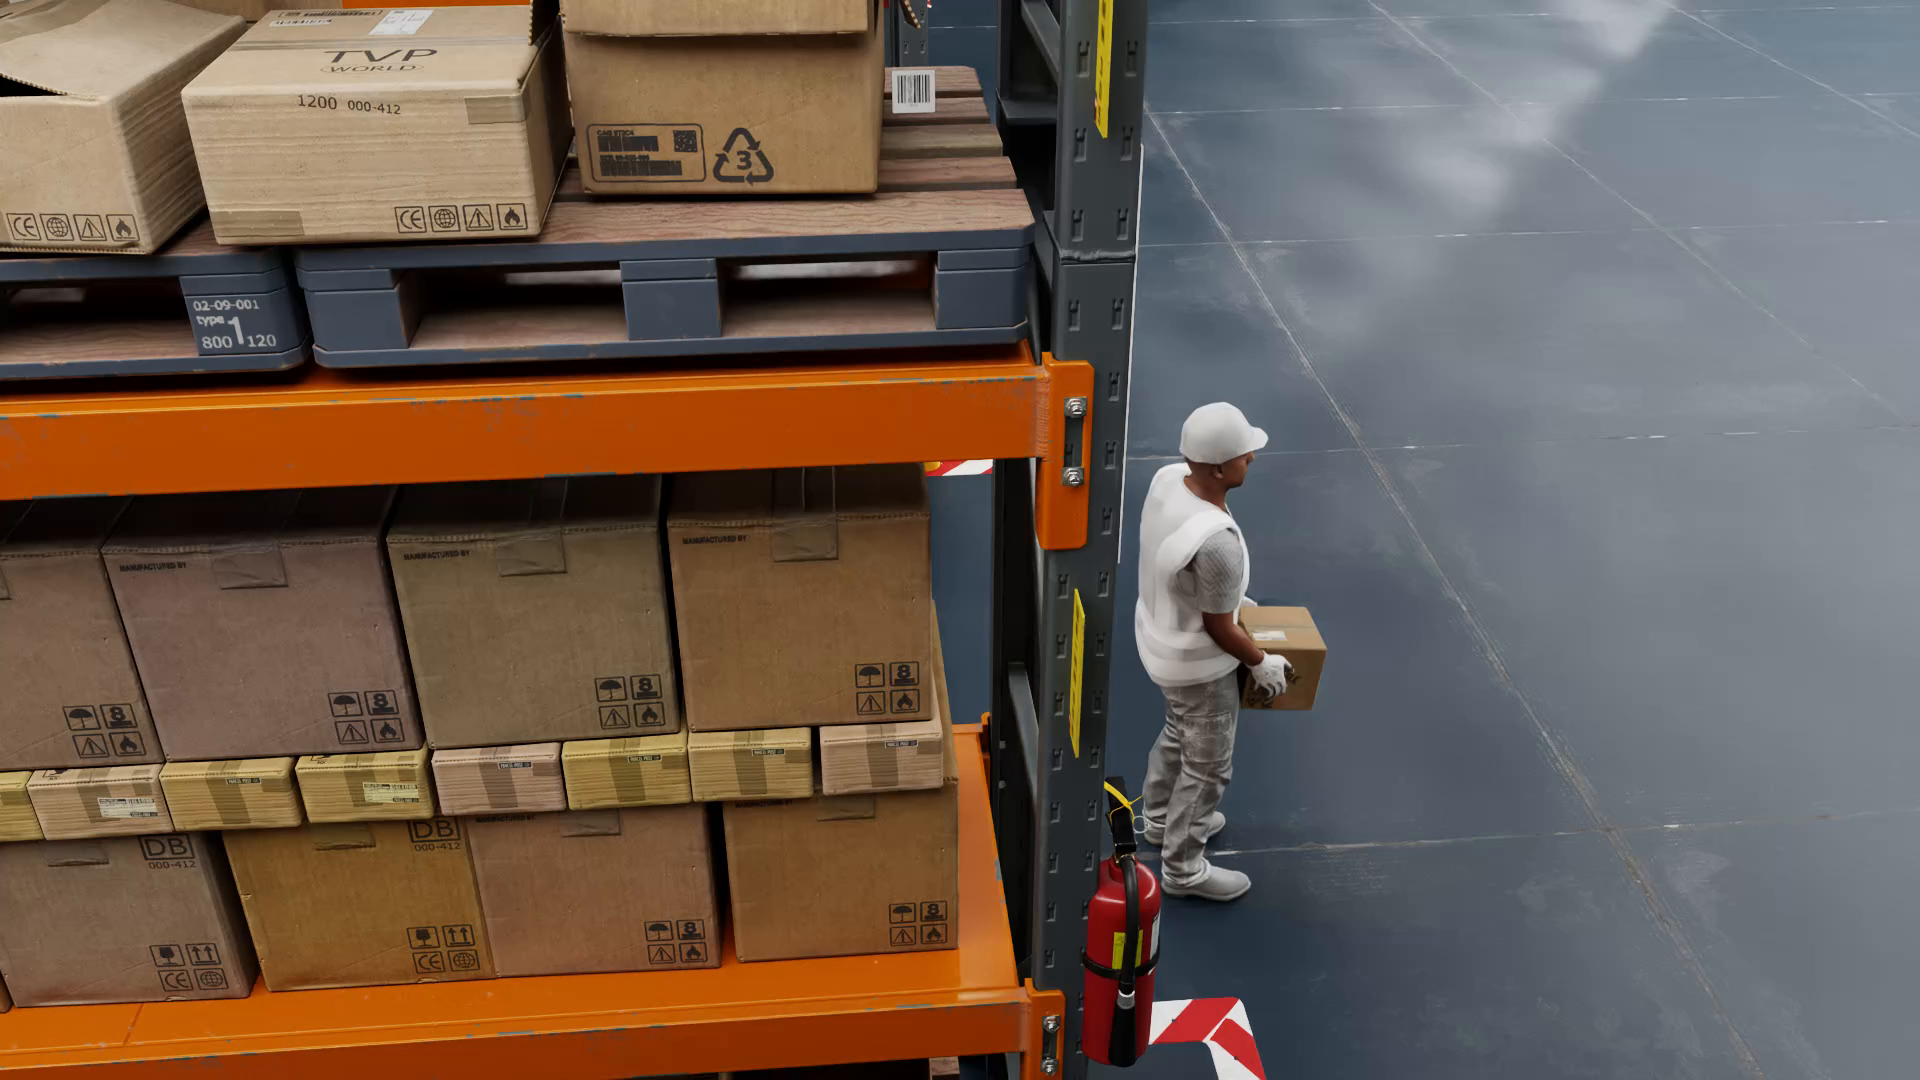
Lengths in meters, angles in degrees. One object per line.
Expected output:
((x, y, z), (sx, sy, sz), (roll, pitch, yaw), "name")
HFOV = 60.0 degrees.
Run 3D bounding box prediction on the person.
((0.824, 0.363, 5.502), (0.483, 1.788, 0.552), (-3, 31, -5), "person")
